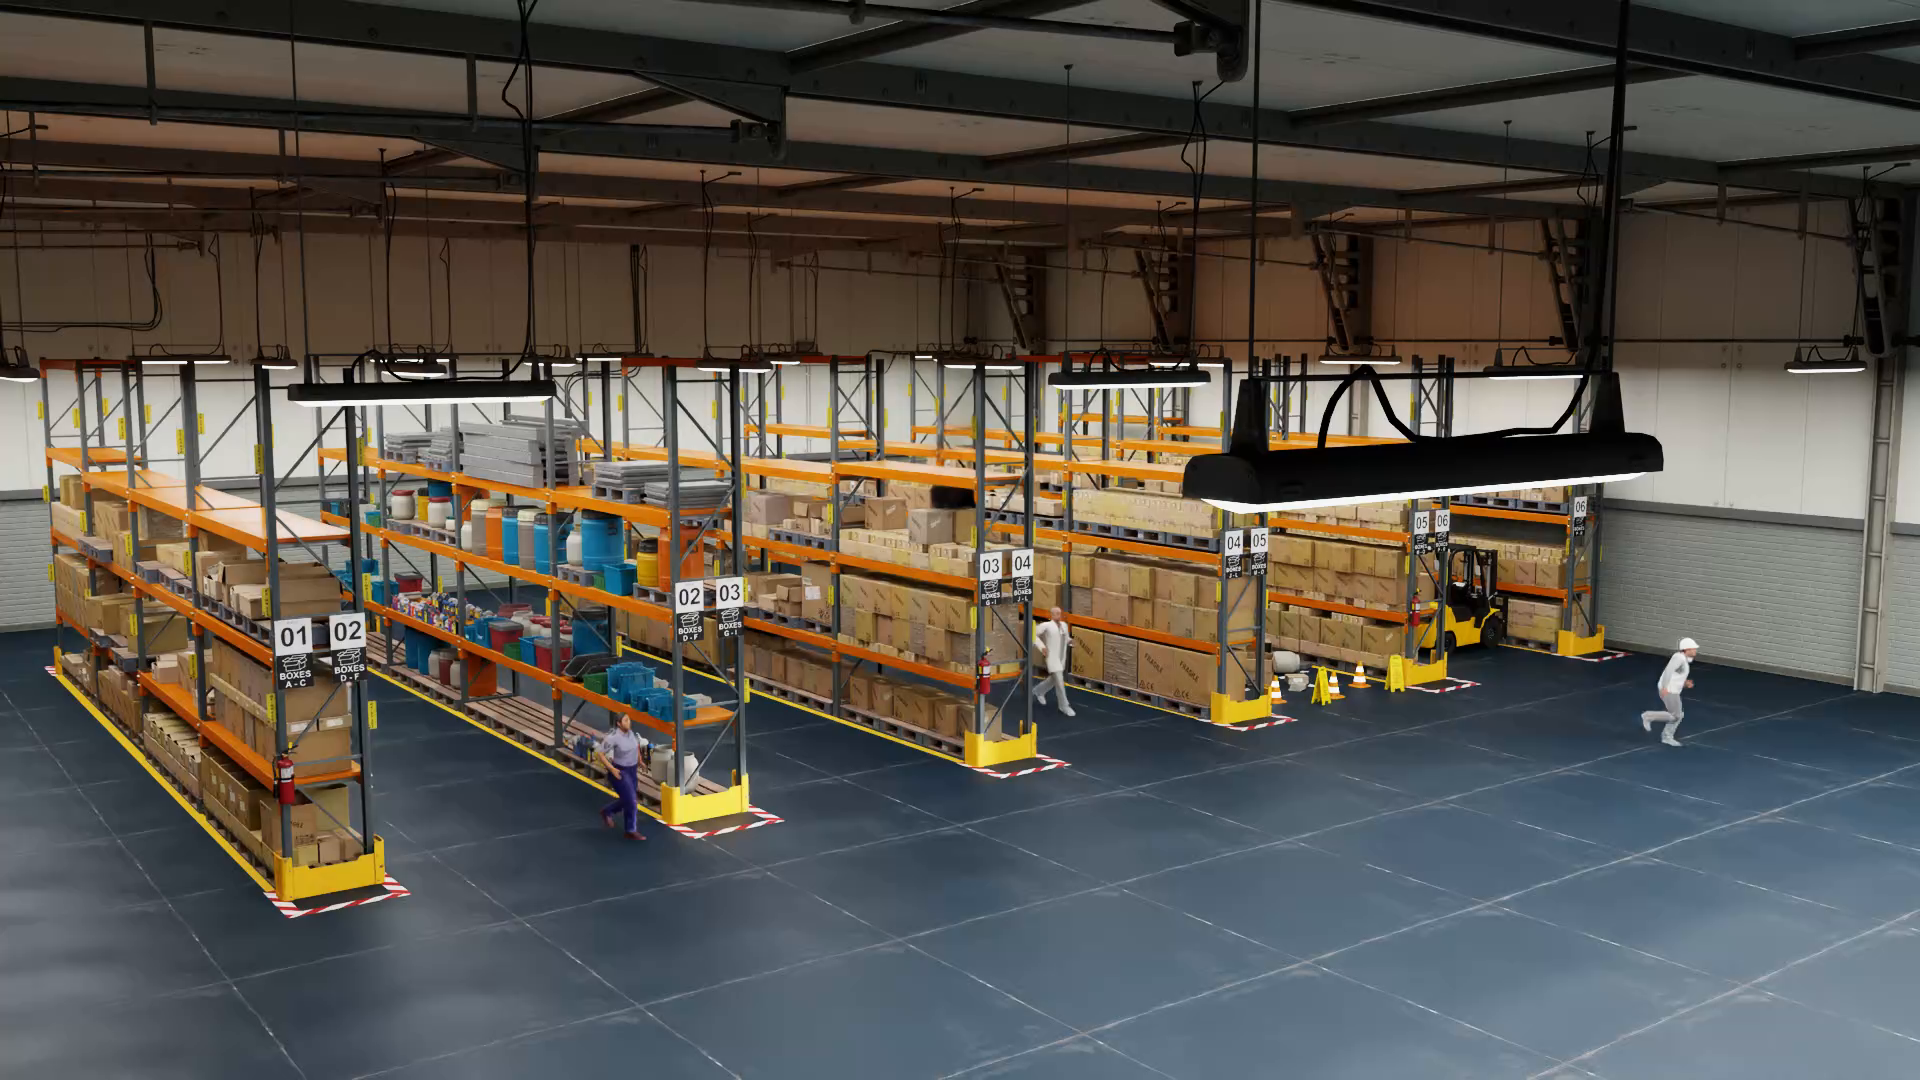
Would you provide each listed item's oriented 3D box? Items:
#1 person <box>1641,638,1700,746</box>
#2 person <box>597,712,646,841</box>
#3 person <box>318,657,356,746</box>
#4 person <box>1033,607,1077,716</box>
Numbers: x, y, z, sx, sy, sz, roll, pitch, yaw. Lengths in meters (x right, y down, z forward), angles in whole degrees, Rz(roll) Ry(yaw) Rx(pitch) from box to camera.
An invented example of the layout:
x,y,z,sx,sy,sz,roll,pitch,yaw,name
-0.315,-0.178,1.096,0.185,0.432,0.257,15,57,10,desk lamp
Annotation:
x,y,z,sx,sy,sz,roll,pitch,yaw,name
11.154,2.376,26.136,0.801,1.710,0.653,3,7,21,person
-4.334,2.986,21.203,0.771,1.626,0.641,3,8,24,person
-9.853,2.331,26.258,0.871,1.750,0.727,5,9,37,person
1.614,2.034,28.368,1.046,1.802,0.704,7,10,44,person
